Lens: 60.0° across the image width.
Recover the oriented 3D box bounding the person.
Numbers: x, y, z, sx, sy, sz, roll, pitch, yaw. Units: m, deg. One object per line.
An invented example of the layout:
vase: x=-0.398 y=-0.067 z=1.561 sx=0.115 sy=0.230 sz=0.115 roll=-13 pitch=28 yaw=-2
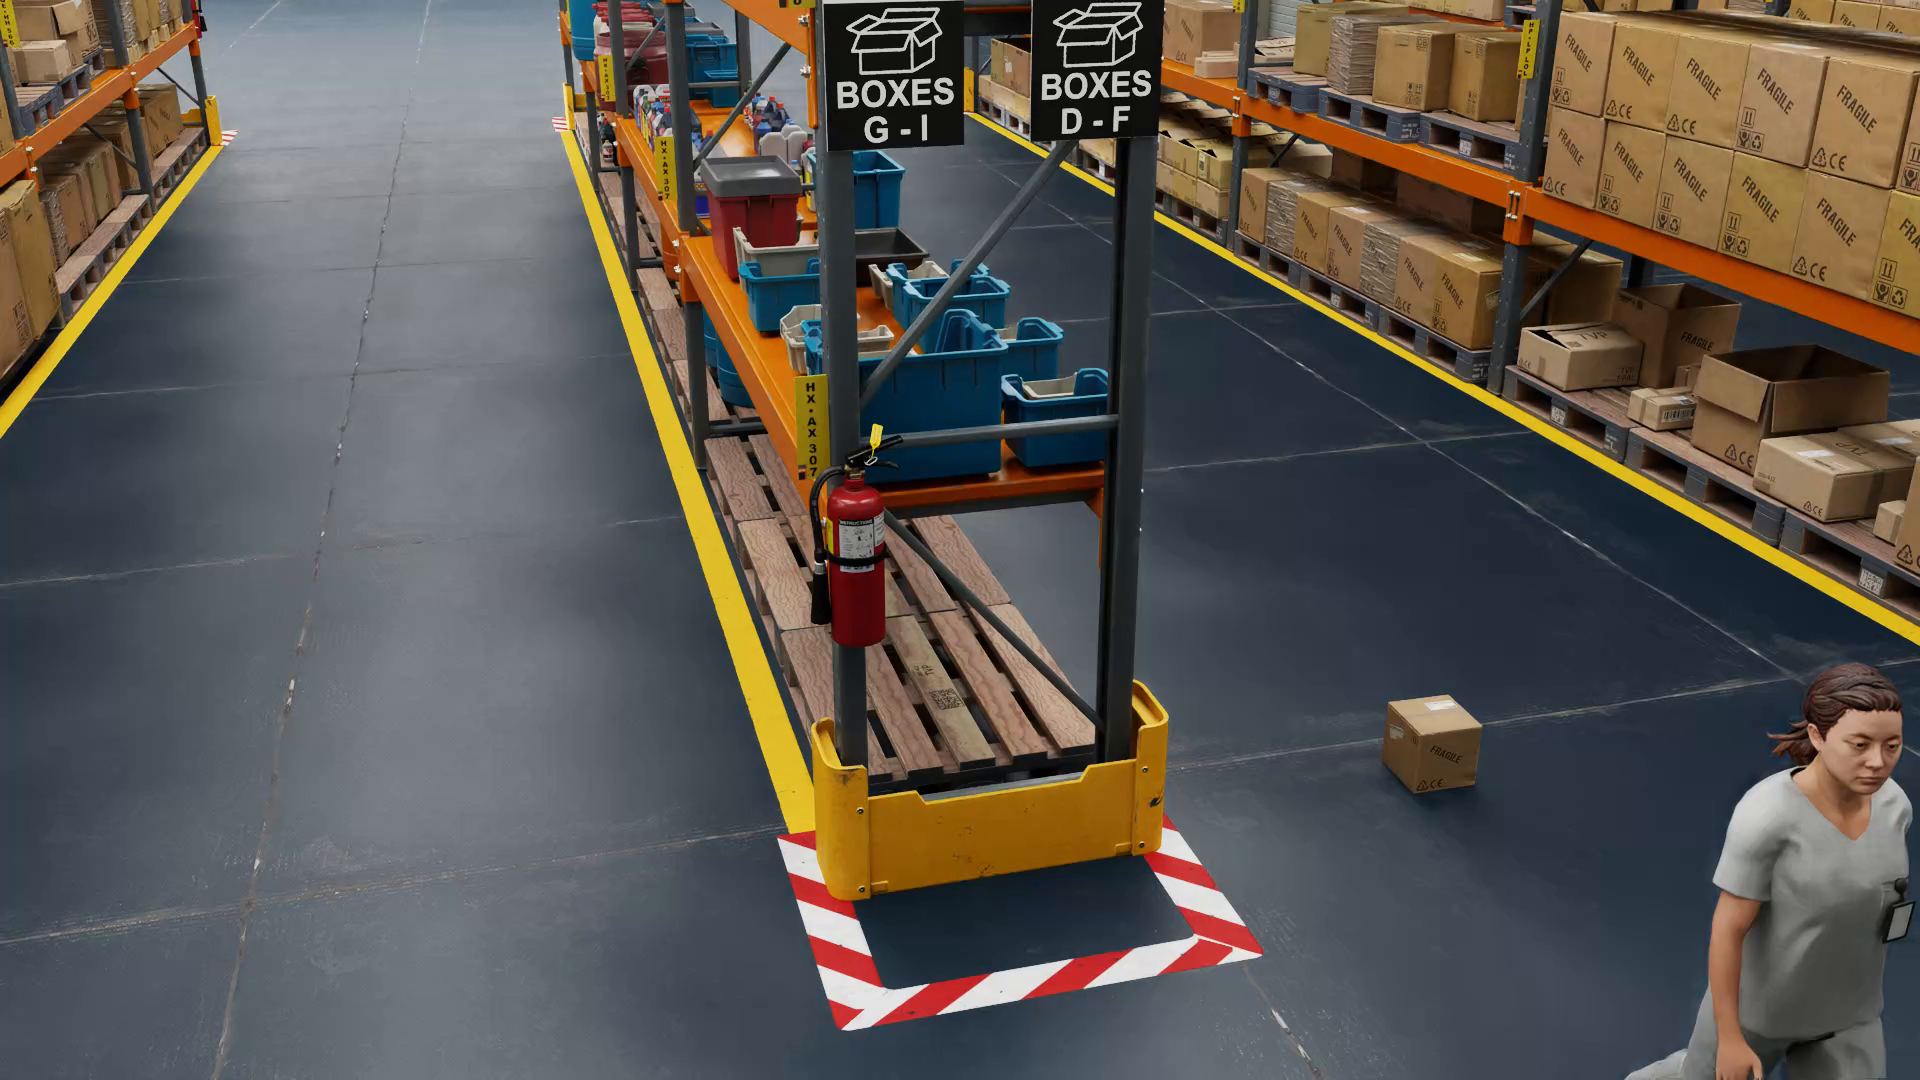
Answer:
person: x=1.831 y=1.025 z=3.694 sx=0.458 sy=1.618 sz=1.049 roll=-1 pitch=23 yaw=-3
